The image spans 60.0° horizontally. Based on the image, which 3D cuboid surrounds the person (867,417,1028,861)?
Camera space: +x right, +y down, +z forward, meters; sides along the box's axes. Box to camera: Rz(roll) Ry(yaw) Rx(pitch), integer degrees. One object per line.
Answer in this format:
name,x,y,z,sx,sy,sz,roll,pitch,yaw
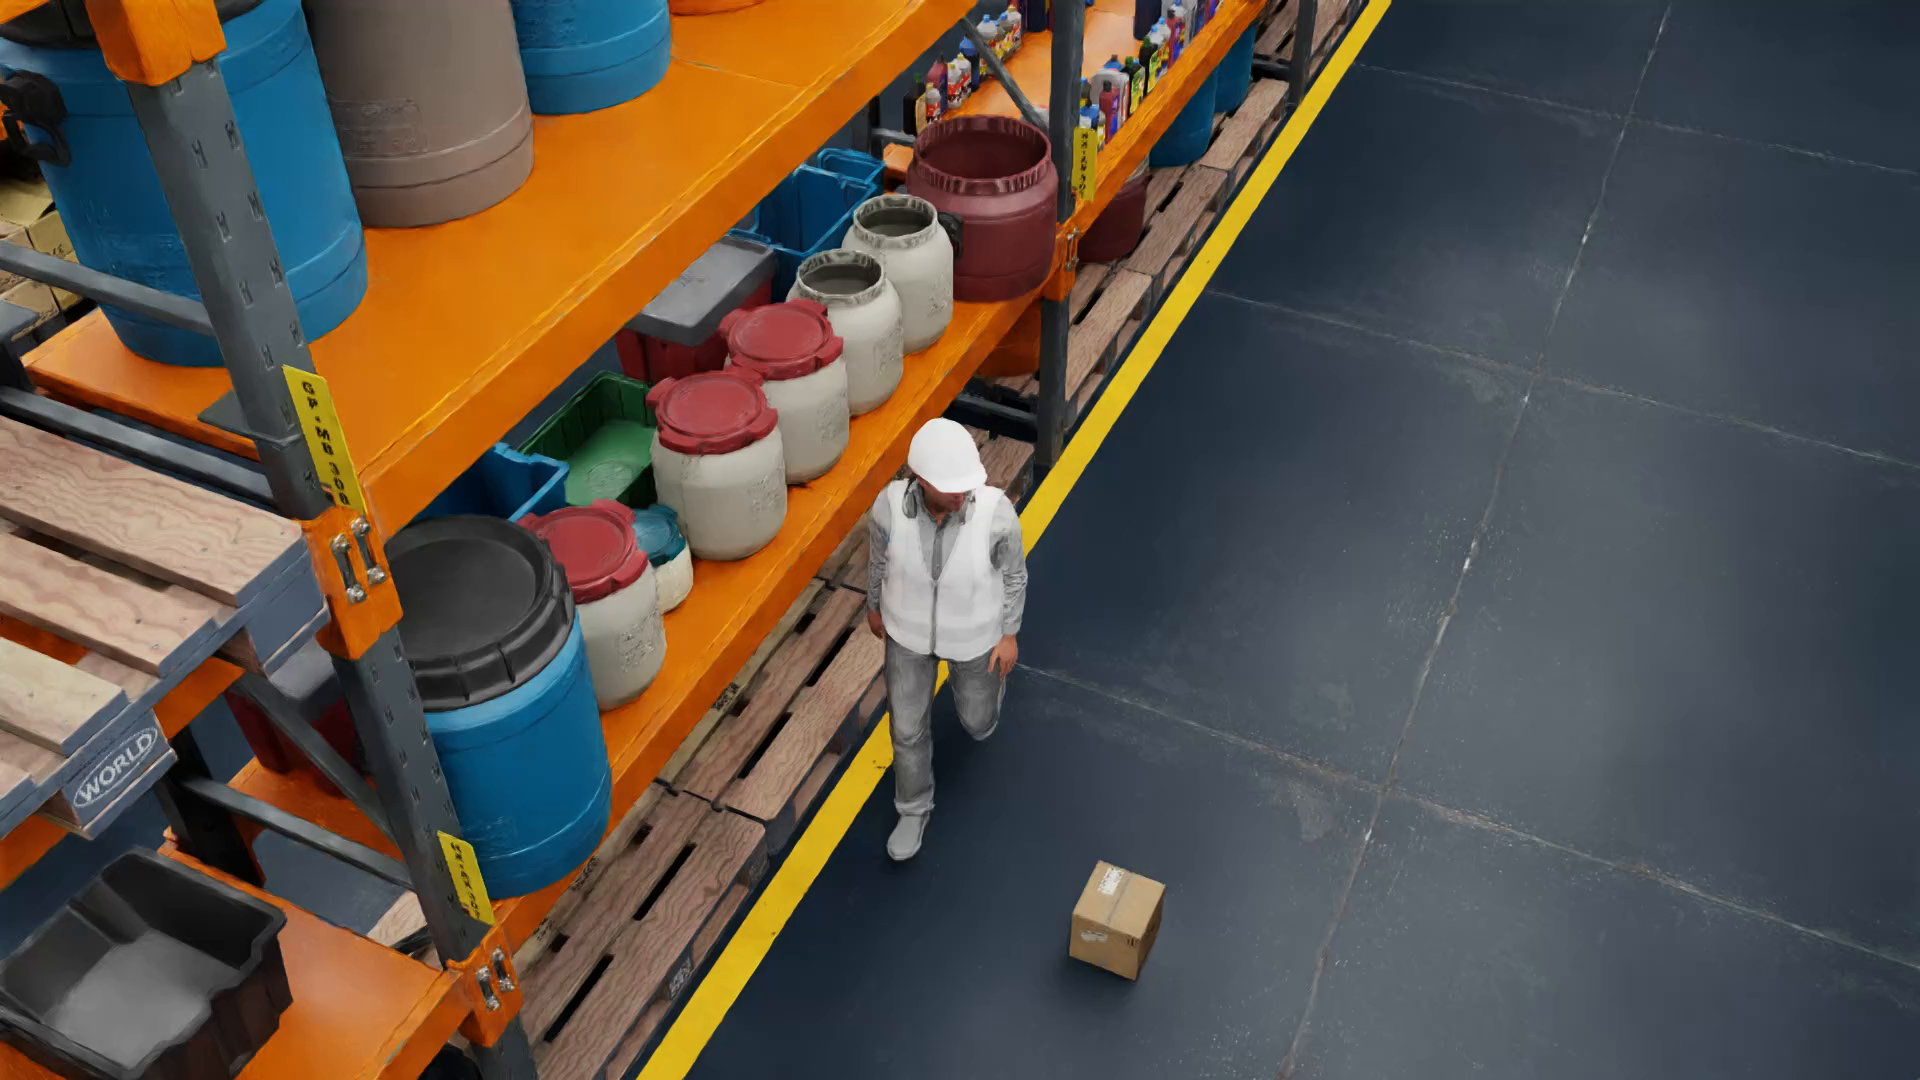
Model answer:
person,-0.062,0.289,5.821,0.583,1.759,0.878,7,42,8
